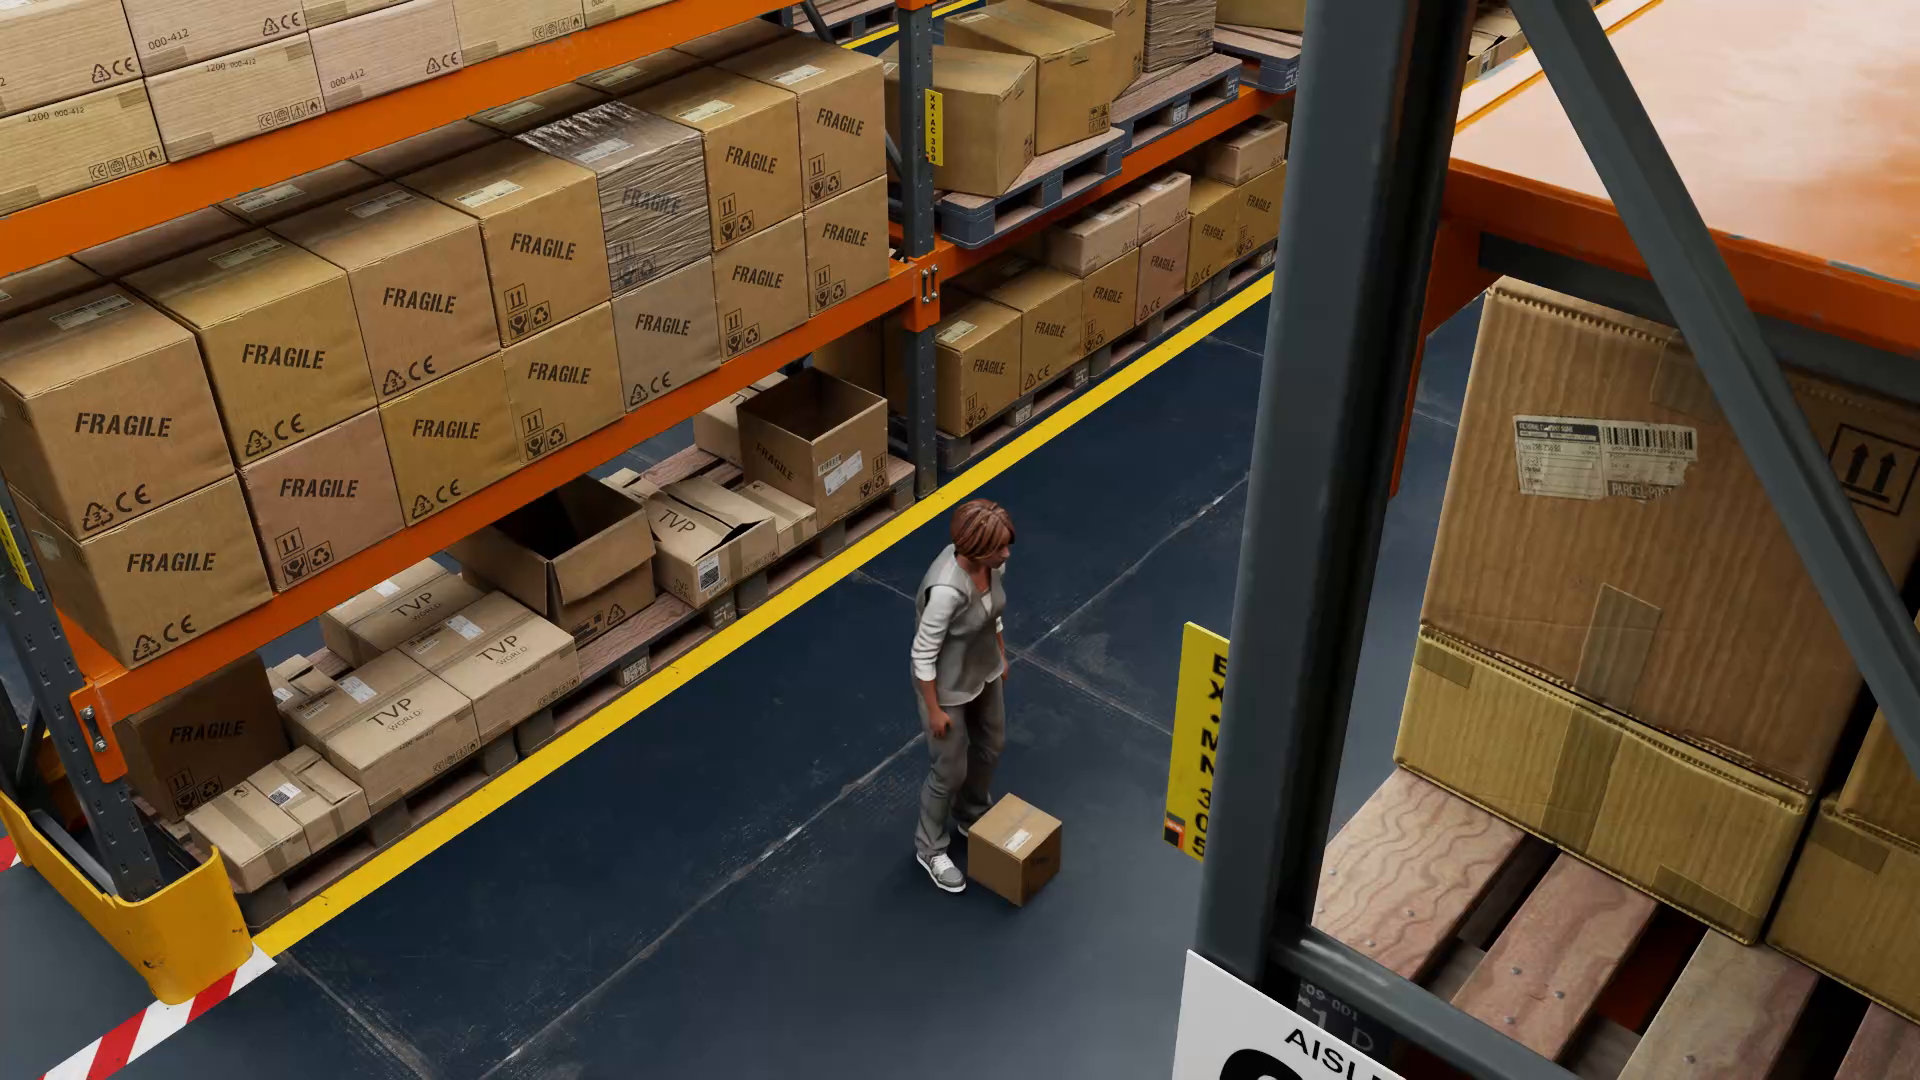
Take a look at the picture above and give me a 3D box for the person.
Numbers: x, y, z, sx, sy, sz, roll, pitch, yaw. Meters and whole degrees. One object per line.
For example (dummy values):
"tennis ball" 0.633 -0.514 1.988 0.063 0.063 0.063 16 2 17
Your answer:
"person" 0.022 0.524 5.922 0.377 1.591 0.480 23 42 29
